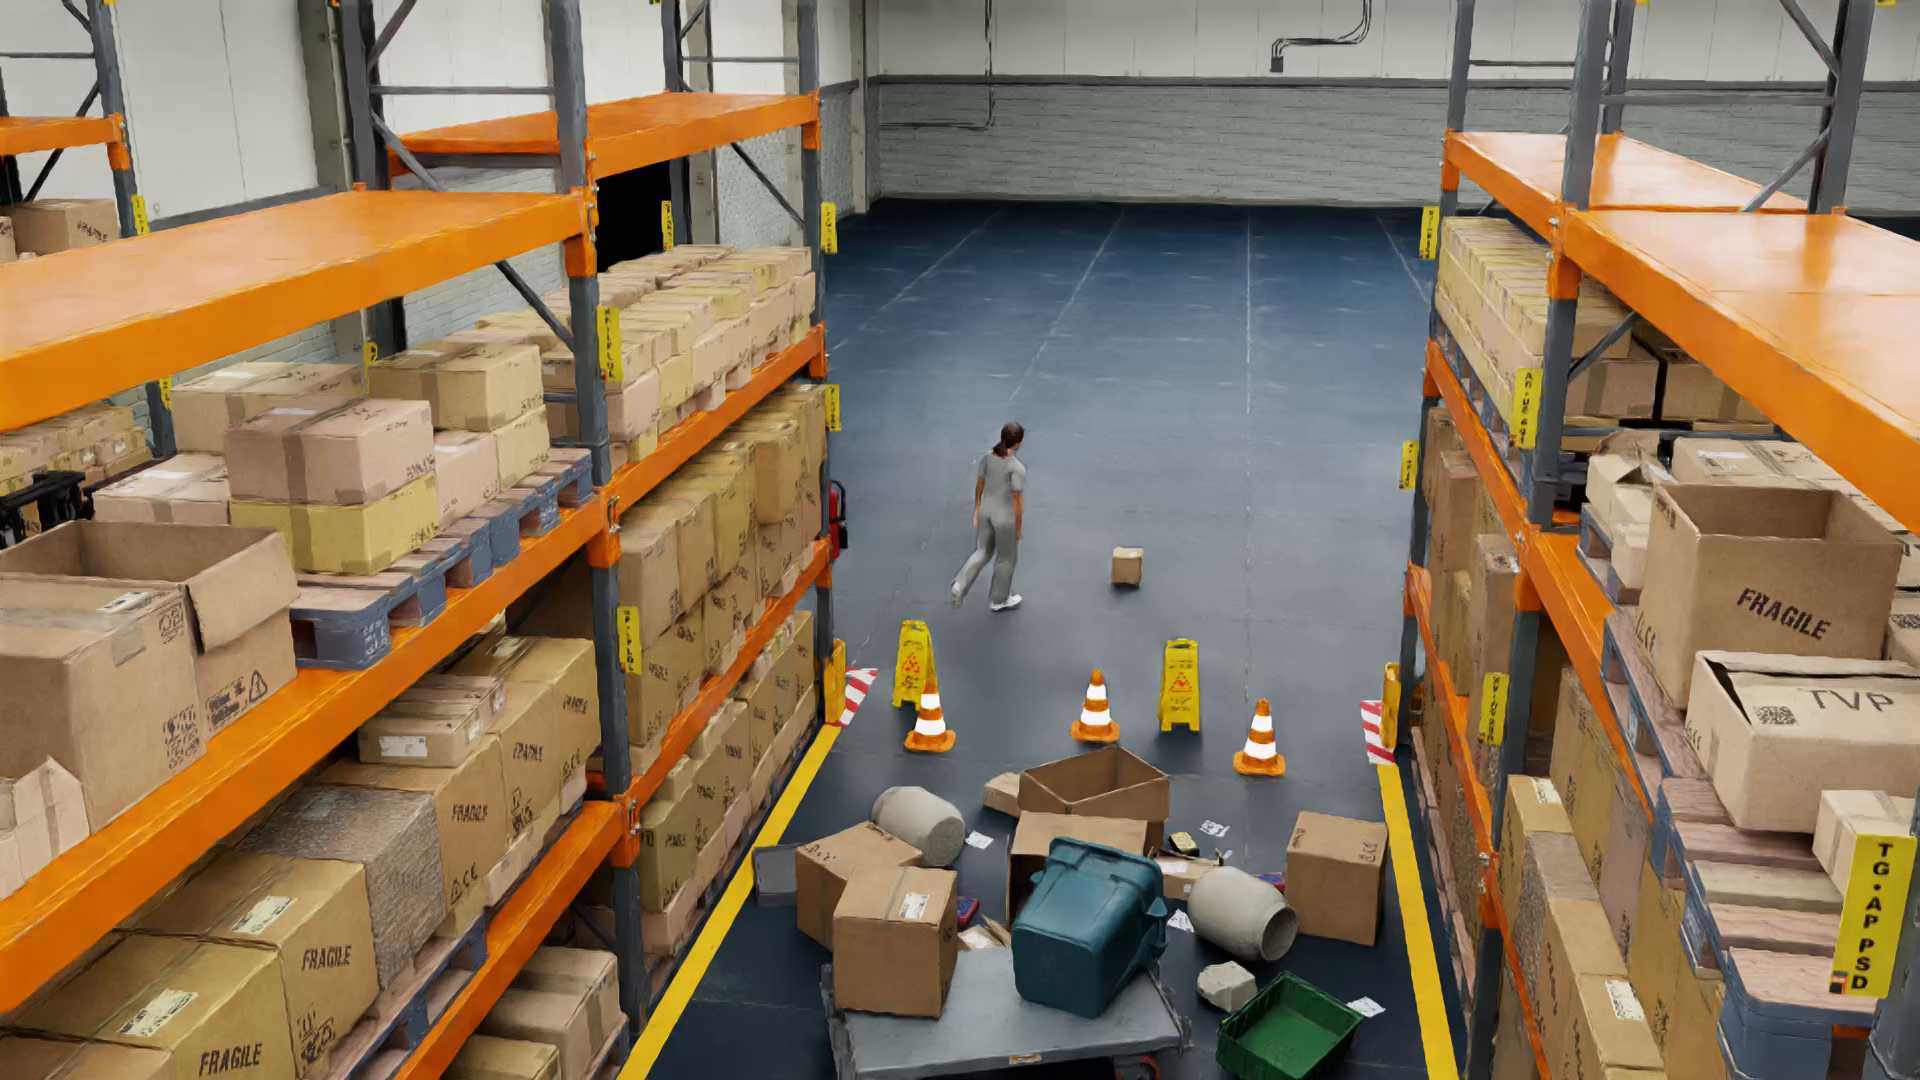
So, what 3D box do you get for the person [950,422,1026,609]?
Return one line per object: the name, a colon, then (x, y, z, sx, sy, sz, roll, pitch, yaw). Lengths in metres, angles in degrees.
person: (0.283, -0.159, 13.554, 0.506, 1.641, 0.750, 16, 24, 41)
